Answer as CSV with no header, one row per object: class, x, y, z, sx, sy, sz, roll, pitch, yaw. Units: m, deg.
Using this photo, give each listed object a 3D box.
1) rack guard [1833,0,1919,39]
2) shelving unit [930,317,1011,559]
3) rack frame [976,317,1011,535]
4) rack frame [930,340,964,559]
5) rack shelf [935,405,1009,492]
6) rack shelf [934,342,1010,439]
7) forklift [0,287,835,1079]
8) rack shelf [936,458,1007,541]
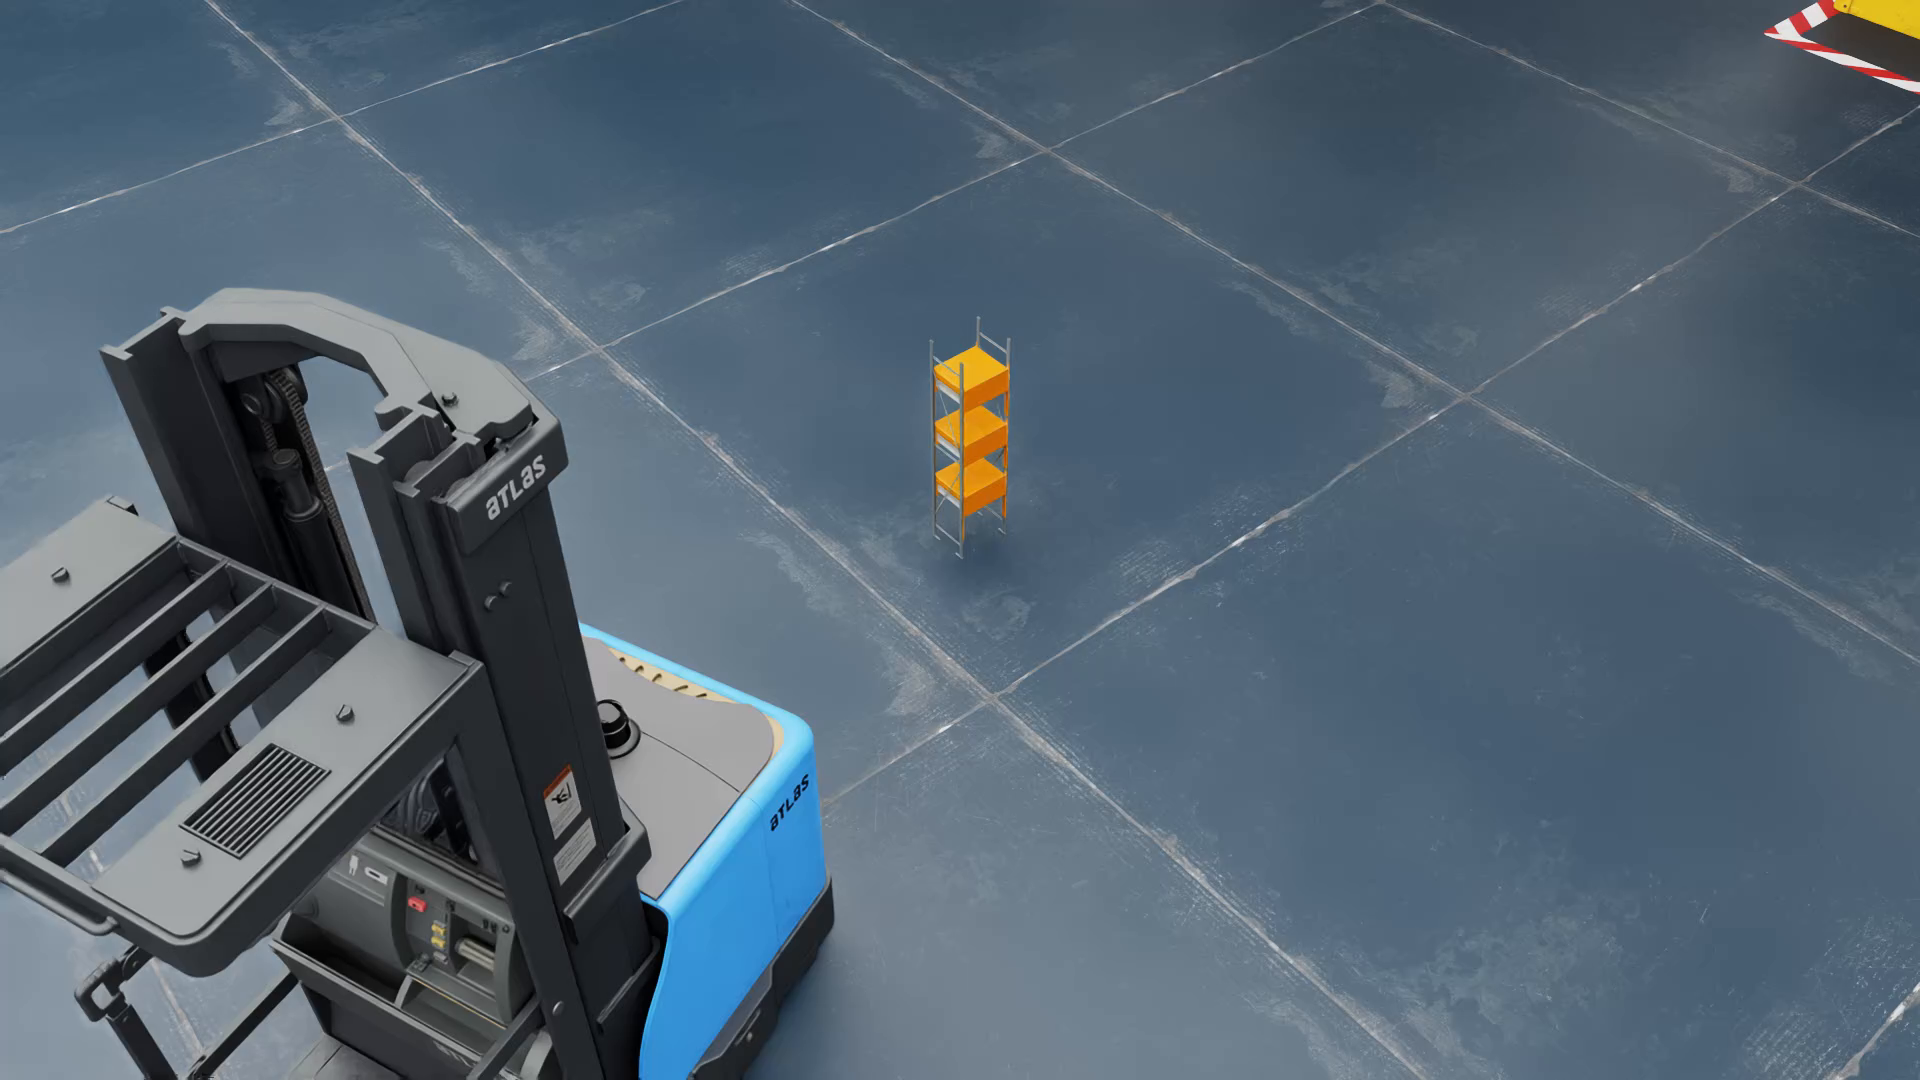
rack guard,6.261,-3.479,10.589,0.348,0.500,1.175,-30,51,-28
shelving unit,0.041,-0.406,6.916,0.252,1.050,0.215,-30,51,-28
rack frame,0.135,-0.460,6.973,0.008,1.050,0.200,-30,51,-28
rack frame,-0.053,-0.353,6.859,0.008,1.050,0.200,-30,51,-28
rack shelf,0.041,-0.398,6.923,0.240,0.259,0.215,-30,51,-28
rack shelf,0.041,-0.605,6.729,0.240,0.259,0.215,-30,51,-28
forklift,-1.581,1.003,4.041,1.130,2.935,3.031,20,47,20
rack shelf,0.041,-0.196,7.113,0.240,0.259,0.215,-30,51,-28
